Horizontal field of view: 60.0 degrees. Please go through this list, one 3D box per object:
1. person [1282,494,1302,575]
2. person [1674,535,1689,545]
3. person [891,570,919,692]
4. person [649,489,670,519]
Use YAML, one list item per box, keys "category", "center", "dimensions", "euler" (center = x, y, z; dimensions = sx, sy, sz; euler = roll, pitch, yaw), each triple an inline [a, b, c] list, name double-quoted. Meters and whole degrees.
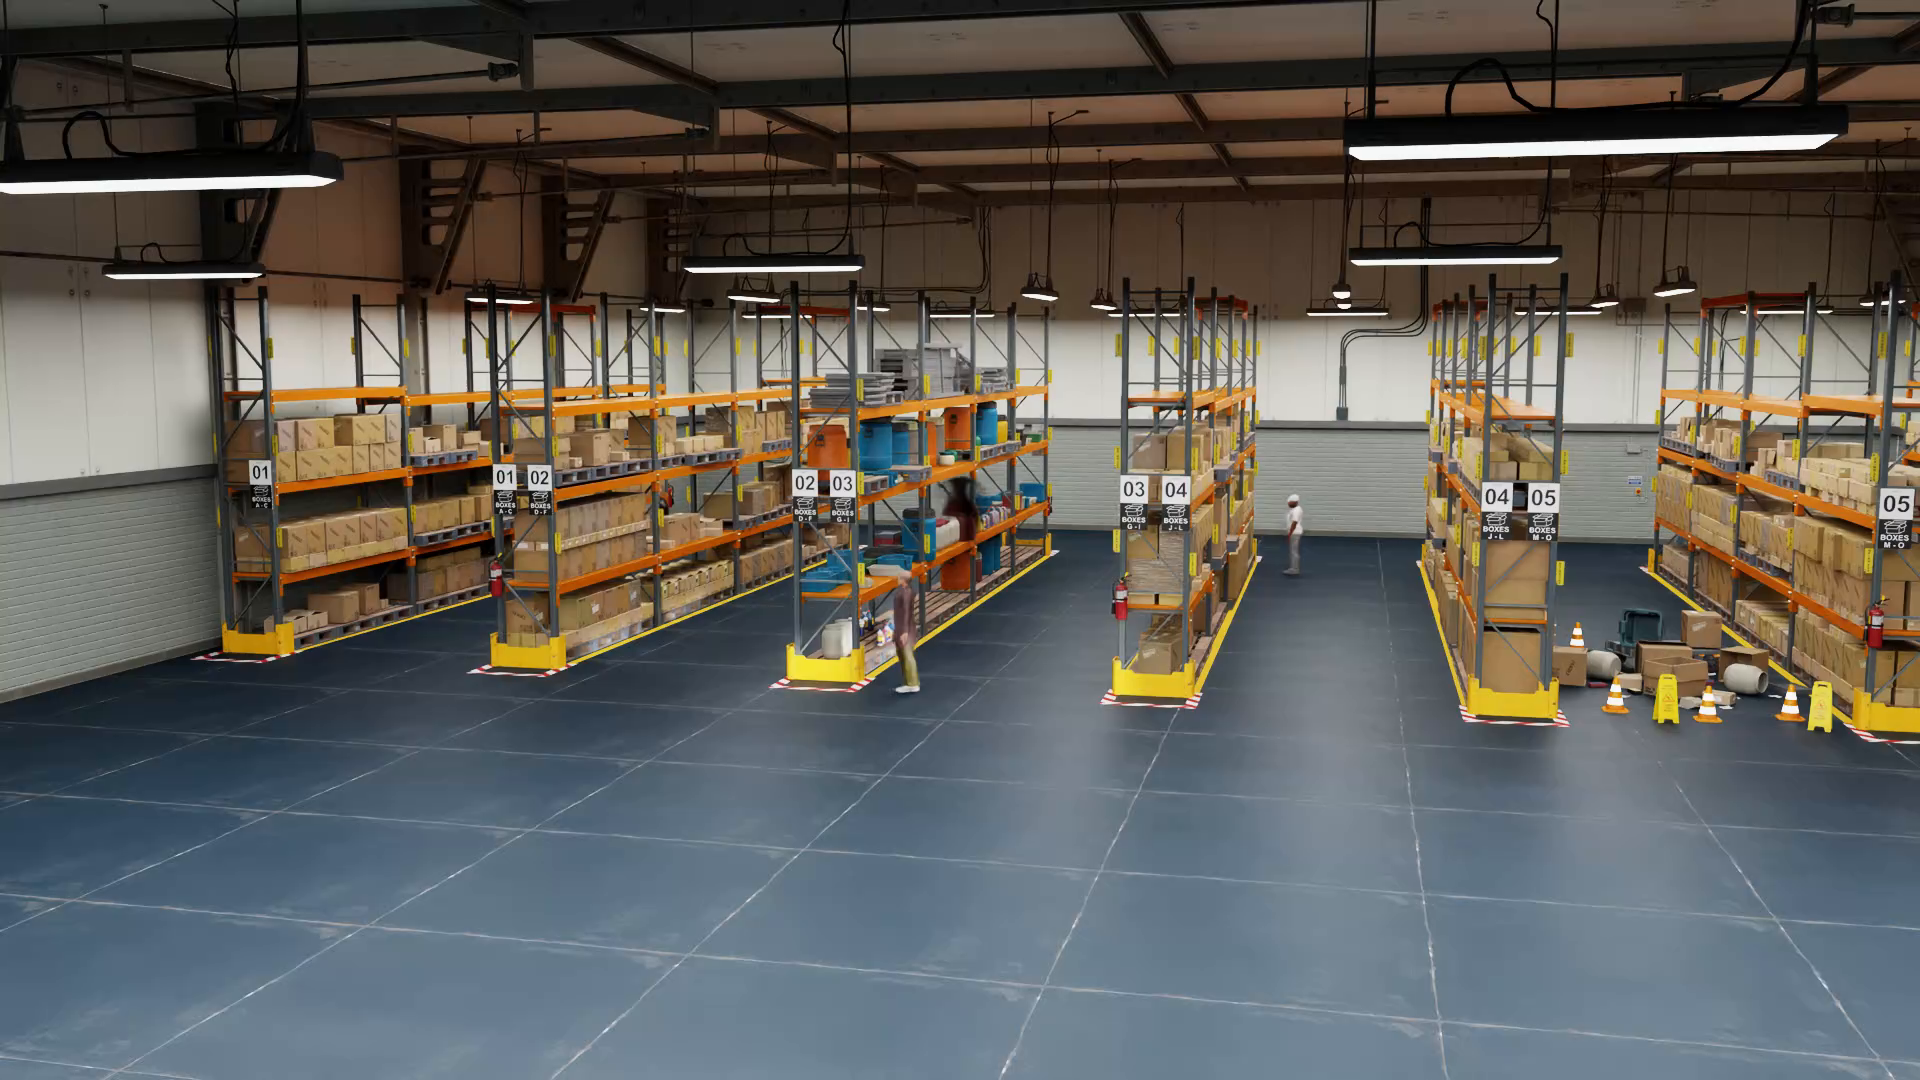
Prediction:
- category: "person"
  center: [7.391, -0.126, 36.946]
  dimensions: [0.408, 1.776, 0.582]
  euler: [2, 7, 15]
- category: "person"
  center: [16.854, -0.277, 38.403]
  dimensions: [0.866, 1.728, 0.600]
  euler: [1, 7, 9]
- category: "person"
  center: [-0.800, 1.340, 24.288]
  dimensions: [0.394, 1.822, 0.684]
  euler: [-1, 7, -7]
- category: "person"
  center: [-7.051, -0.355, 39.306]
  dimensions: [0.432, 1.749, 0.585]
  euler: [2, 7, 17]
